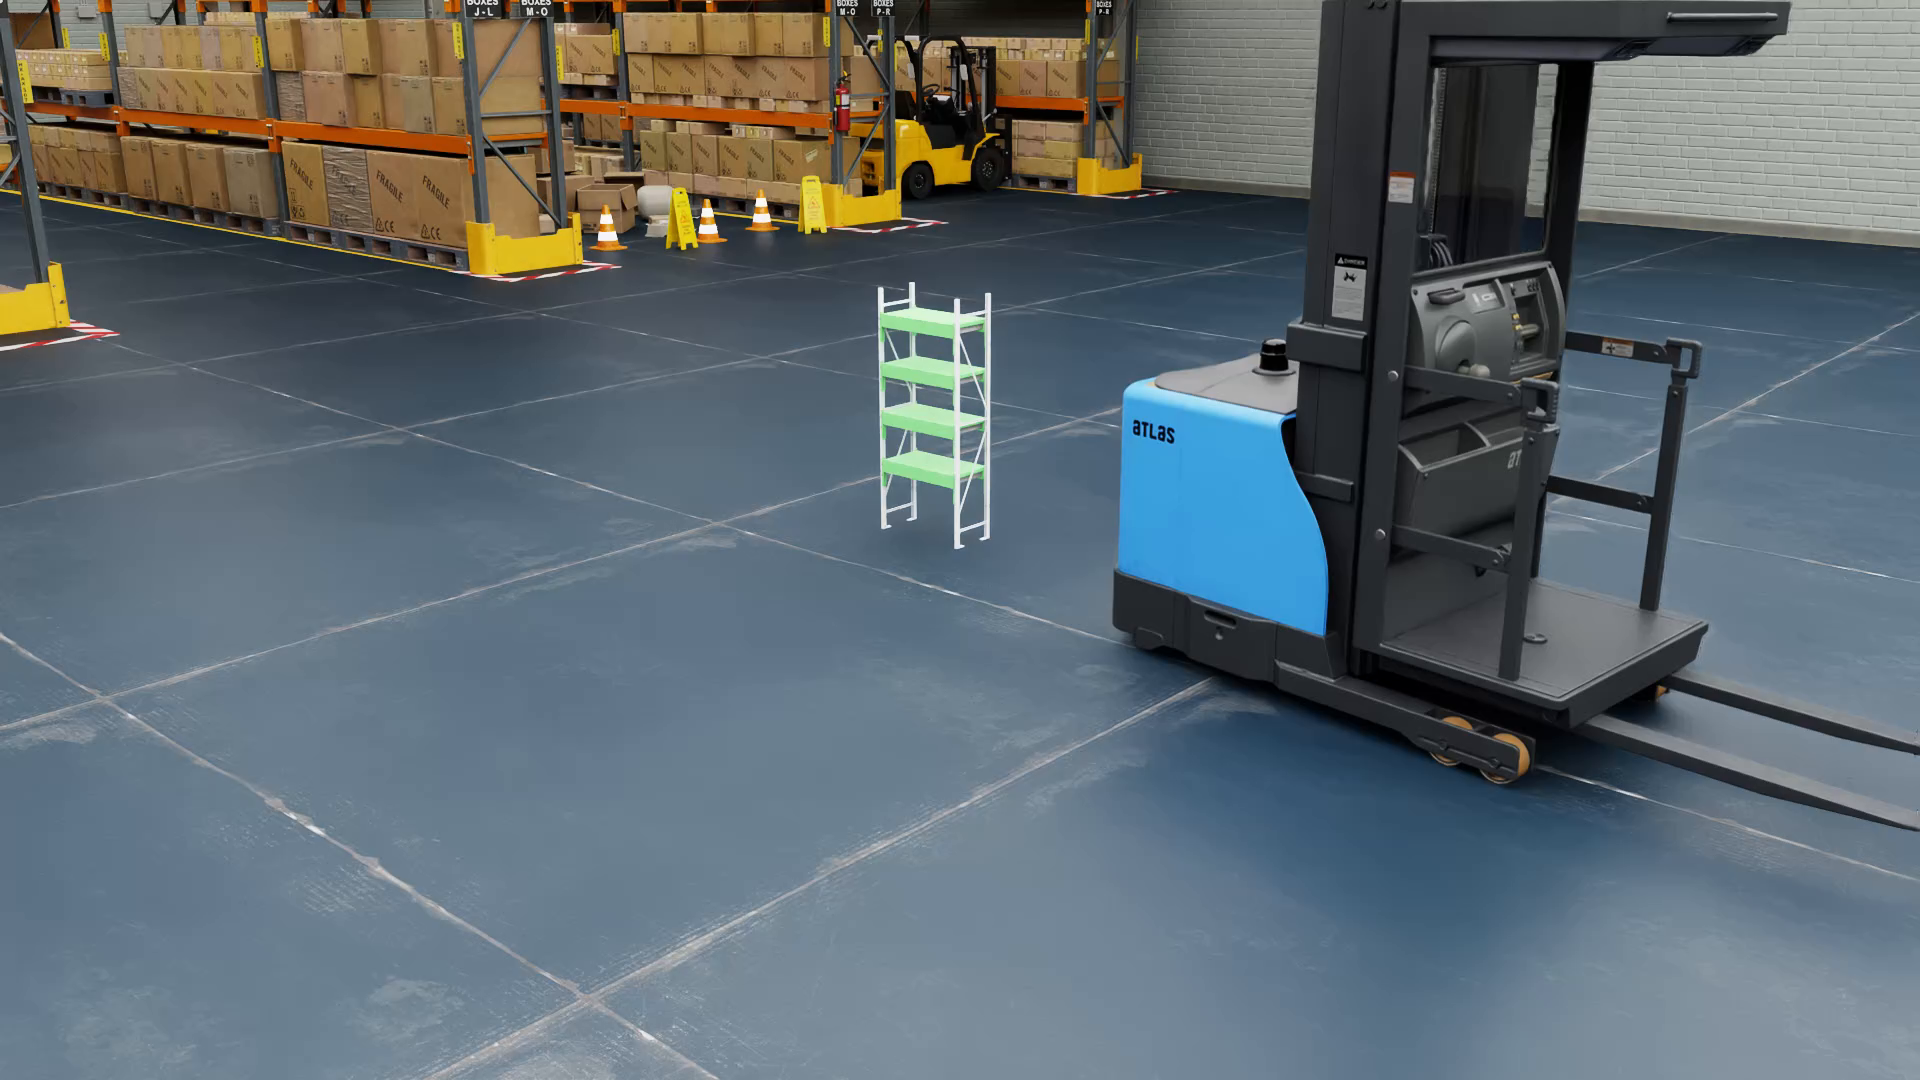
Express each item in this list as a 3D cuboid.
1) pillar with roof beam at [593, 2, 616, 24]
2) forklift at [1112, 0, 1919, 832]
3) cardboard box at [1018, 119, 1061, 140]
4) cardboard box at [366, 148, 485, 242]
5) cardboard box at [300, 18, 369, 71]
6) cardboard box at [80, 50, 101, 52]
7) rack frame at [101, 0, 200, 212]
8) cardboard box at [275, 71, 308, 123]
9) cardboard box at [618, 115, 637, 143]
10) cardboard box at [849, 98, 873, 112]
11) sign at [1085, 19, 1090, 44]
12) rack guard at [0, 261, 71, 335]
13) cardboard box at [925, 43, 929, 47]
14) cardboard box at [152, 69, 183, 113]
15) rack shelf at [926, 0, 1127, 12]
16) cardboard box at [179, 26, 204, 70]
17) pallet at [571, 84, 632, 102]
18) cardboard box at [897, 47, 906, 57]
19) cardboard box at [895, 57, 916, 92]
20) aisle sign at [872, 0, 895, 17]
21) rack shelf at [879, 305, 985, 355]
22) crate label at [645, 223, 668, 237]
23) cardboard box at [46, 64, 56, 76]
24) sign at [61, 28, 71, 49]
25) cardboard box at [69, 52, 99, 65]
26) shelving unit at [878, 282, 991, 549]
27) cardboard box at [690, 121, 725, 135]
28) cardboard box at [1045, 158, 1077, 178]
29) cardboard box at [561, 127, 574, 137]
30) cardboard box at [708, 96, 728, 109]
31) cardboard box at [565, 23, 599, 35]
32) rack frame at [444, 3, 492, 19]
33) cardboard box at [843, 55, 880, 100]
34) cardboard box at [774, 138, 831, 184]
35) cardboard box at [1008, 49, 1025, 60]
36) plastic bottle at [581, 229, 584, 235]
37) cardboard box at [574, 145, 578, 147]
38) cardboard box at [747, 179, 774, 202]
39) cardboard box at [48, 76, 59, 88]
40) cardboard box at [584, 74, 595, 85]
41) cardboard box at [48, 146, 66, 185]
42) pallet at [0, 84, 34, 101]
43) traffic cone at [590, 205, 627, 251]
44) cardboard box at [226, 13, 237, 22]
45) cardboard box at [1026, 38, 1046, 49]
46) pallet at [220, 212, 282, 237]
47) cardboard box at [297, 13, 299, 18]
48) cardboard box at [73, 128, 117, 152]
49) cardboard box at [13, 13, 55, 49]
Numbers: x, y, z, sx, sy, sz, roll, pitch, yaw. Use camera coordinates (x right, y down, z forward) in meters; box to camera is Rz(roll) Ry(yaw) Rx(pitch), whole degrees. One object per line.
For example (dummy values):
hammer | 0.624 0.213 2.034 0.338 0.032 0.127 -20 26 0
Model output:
pillar with roof beam | -9.627 -11.081 28.152 0.400 9.000 9.100 15 23 39
forklift | 1.990 -0.757 5.651 1.130 2.935 3.031 -16 23 -40
cardboard box | 1.191 -5.932 24.043 0.500 0.250 0.500 16 23 40
cardboard box | -5.584 -3.664 17.515 0.875 0.875 0.875 15 23 38
cardboard box | -6.624 -5.402 18.141 0.550 0.550 0.875 15 23 39
cardboard box | -11.743 -6.600 22.687 0.250 0.149 0.380 15 23 39
rack frame | -10.357 -5.785 21.381 0.127 3.000 1.000 15 23 39
cardboard box | -7.082 -4.982 18.603 0.550 0.550 0.875 15 23 39
cardboard box | -5.860 -7.507 30.245 0.500 0.500 0.500 14 22 38
cardboard box | -1.280 -5.314 20.313 0.250 0.149 0.380 15 23 39
sign | 1.758 -6.987 22.865 0.005 0.325 0.100 15 23 39
rack guard | -7.799 -1.901 13.274 0.348 0.500 1.175 15 23 39
cardboard box | -0.370 -7.532 25.157 0.250 0.149 0.380 14 23 38
cardboard box | -9.442 -5.479 20.251 0.500 0.500 0.500 15 23 39
rack shelf | 0.632 -7.931 24.374 4.000 0.370 1.077 15 23 39
cardboard box | -8.881 -5.910 19.959 0.500 0.500 0.700 15 23 39
pallet | -4.631 -6.217 23.060 1.213 0.211 1.003 15 23 39
cardboard box | -0.800 -7.479 25.482 0.250 0.149 0.380 15 23 38
cardboard box | -0.705 -7.145 25.502 0.500 0.500 0.500 14 22 38
aisle sign | -0.912 -6.616 19.701 0.004 0.787 0.394 15 23 39
rack shelf | -0.124 -1.002 7.909 0.480 0.148 0.258 15 23 39
crate label | -3.453 -3.573 19.145 0.298 0.136 0.250 4 18 11
cardboard box | -11.800 -6.210 21.949 0.250 0.149 0.380 15 23 39
sign | -12.984 -7.266 24.135 0.005 0.325 0.100 15 23 39
cardboard box | -11.215 -6.195 21.409 0.250 0.149 0.380 15 23 39
shelving unit | -0.124 -0.605 8.035 0.503 1.200 0.258 15 23 39
cardboard box | -3.251 -5.304 21.404 0.250 0.149 0.380 17 24 42
cardboard box | 1.567 -5.355 23.878 0.500 0.250 0.500 15 23 40
cardboard box | -7.459 -7.739 31.556 0.250 0.149 0.380 14 22 38
cardboard box | -2.975 -5.563 21.098 0.250 0.149 0.380 15 23 39
cardboard box | -5.175 -6.998 22.779 0.250 0.149 0.380 14 22 38
rack frame | -9.839 -9.655 33.576 0.127 3.000 1.000 15 23 39
cardboard box | -1.334 -5.666 20.350 0.500 0.500 0.500 15 23 38
cardboard box | -1.936 -4.668 20.473 0.500 0.500 0.500 15 23 40
cardboard box | 0.910 -7.012 24.009 0.250 0.149 0.380 14 22 38
plastic bottle | -4.510 -3.568 19.252 0.283 0.061 0.133 7 19 21
cardboard box | -6.174 -5.611 24.482 0.625 0.372 0.950 14 23 38
cardboard box | -2.329 -4.416 20.918 0.500 0.250 0.500 15 23 39
cardboard box | -11.795 -6.067 21.990 0.250 0.149 0.380 14 22 37
cardboard box | -4.909 -6.300 22.726 0.250 0.149 0.380 14 22 38
cardboard box | -12.175 -5.180 22.915 0.500 0.500 0.500 16 23 40
pallet | -12.874 -6.310 23.354 1.213 0.211 1.003 15 23 39
traffic cone | -3.829 -3.397 18.052 0.334 0.463 0.336 15 23 39
cardboard box | -12.479 -9.068 28.834 0.250 0.149 0.380 14 22 38
cardboard box | 1.165 -7.121 23.862 0.250 0.149 0.380 15 23 40
pallet | -7.993 -3.791 19.707 1.213 0.211 1.003 15 23 39
cardboard box | -10.706 -8.629 27.452 0.250 0.149 0.380 16 23 41
cardboard box | -11.428 -5.328 22.140 0.500 0.250 0.500 15 23 40
cardboard box | -13.525 -7.400 24.160 0.500 0.500 0.500 16 23 41
